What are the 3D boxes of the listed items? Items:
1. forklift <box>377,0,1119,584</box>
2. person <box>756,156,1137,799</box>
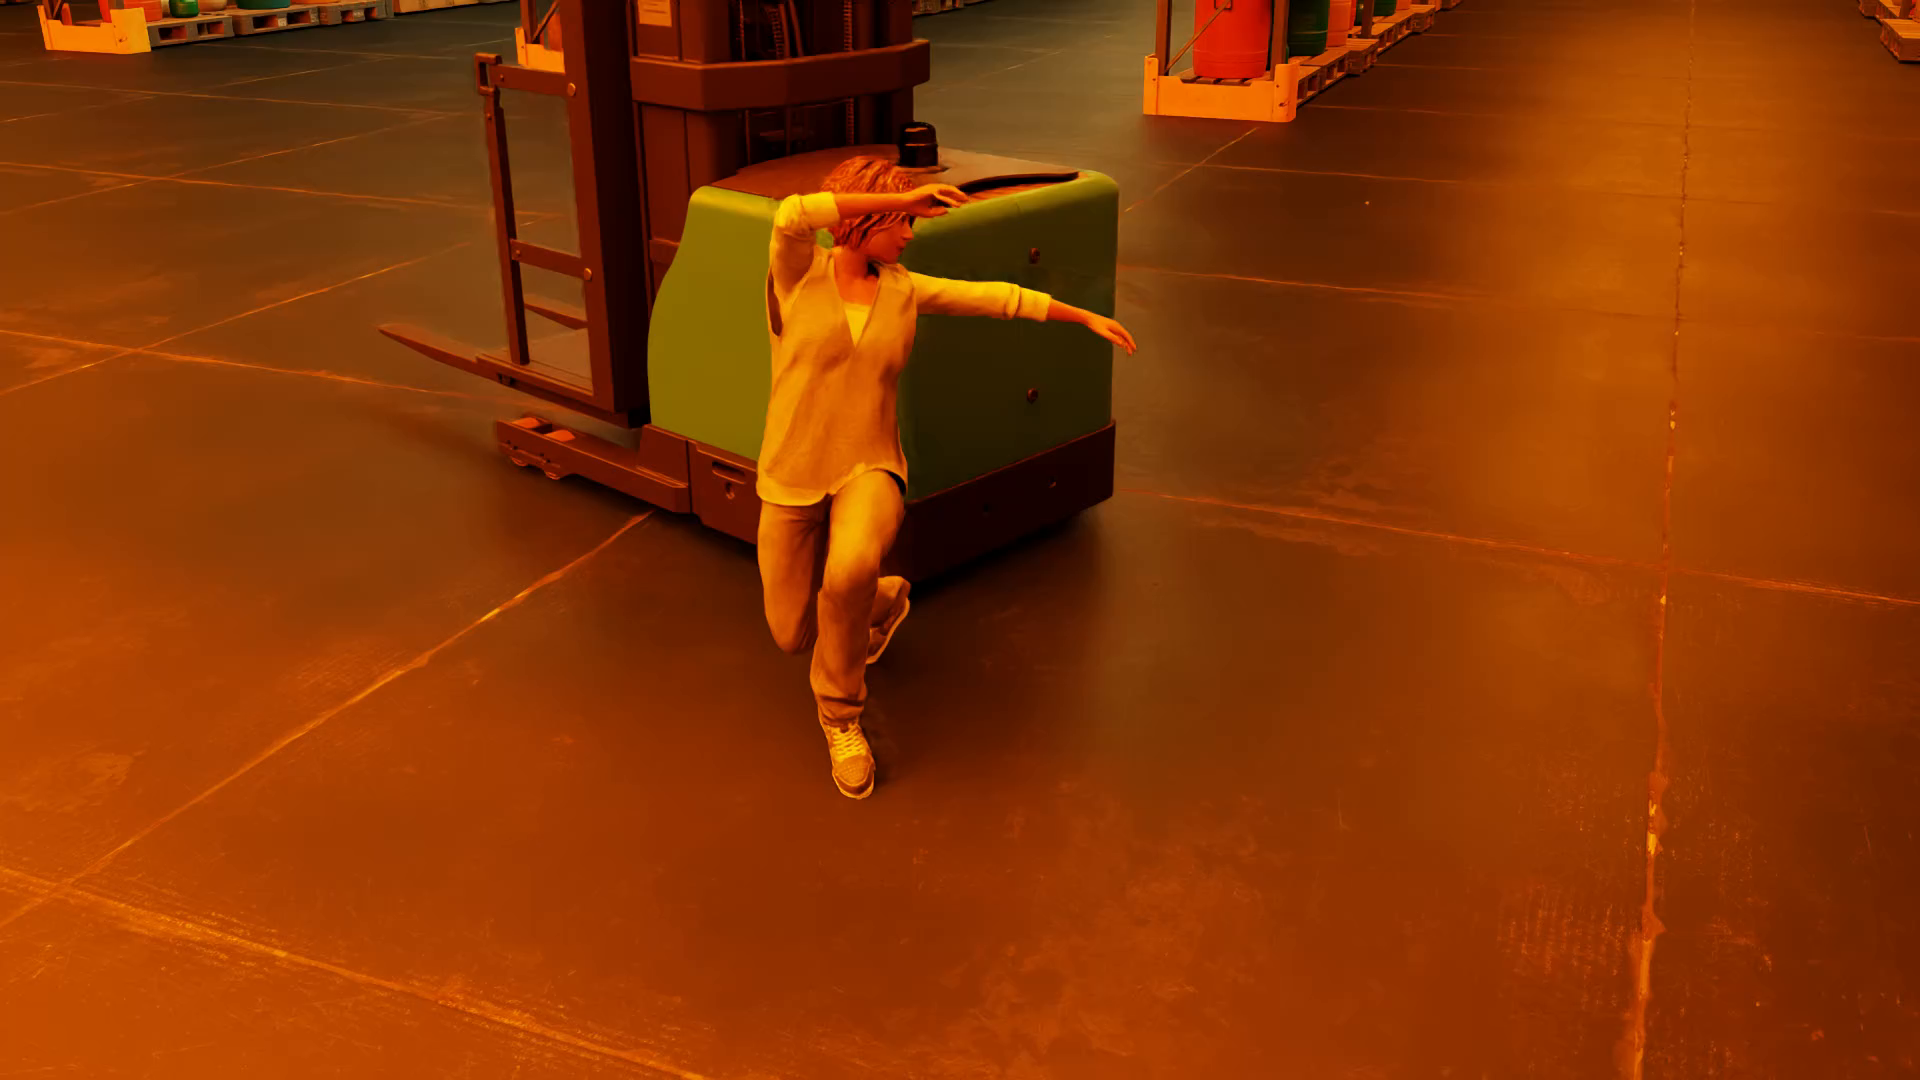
[{"bbox_3d":[-0.944,-1.685,5.323,3.031,2.935,1.130,19,30,38],"label":"forklift"},{"bbox_3d":[-0.027,-0.167,3.815,0.898,1.307,0.834,0,23,1],"label":"person"}]
